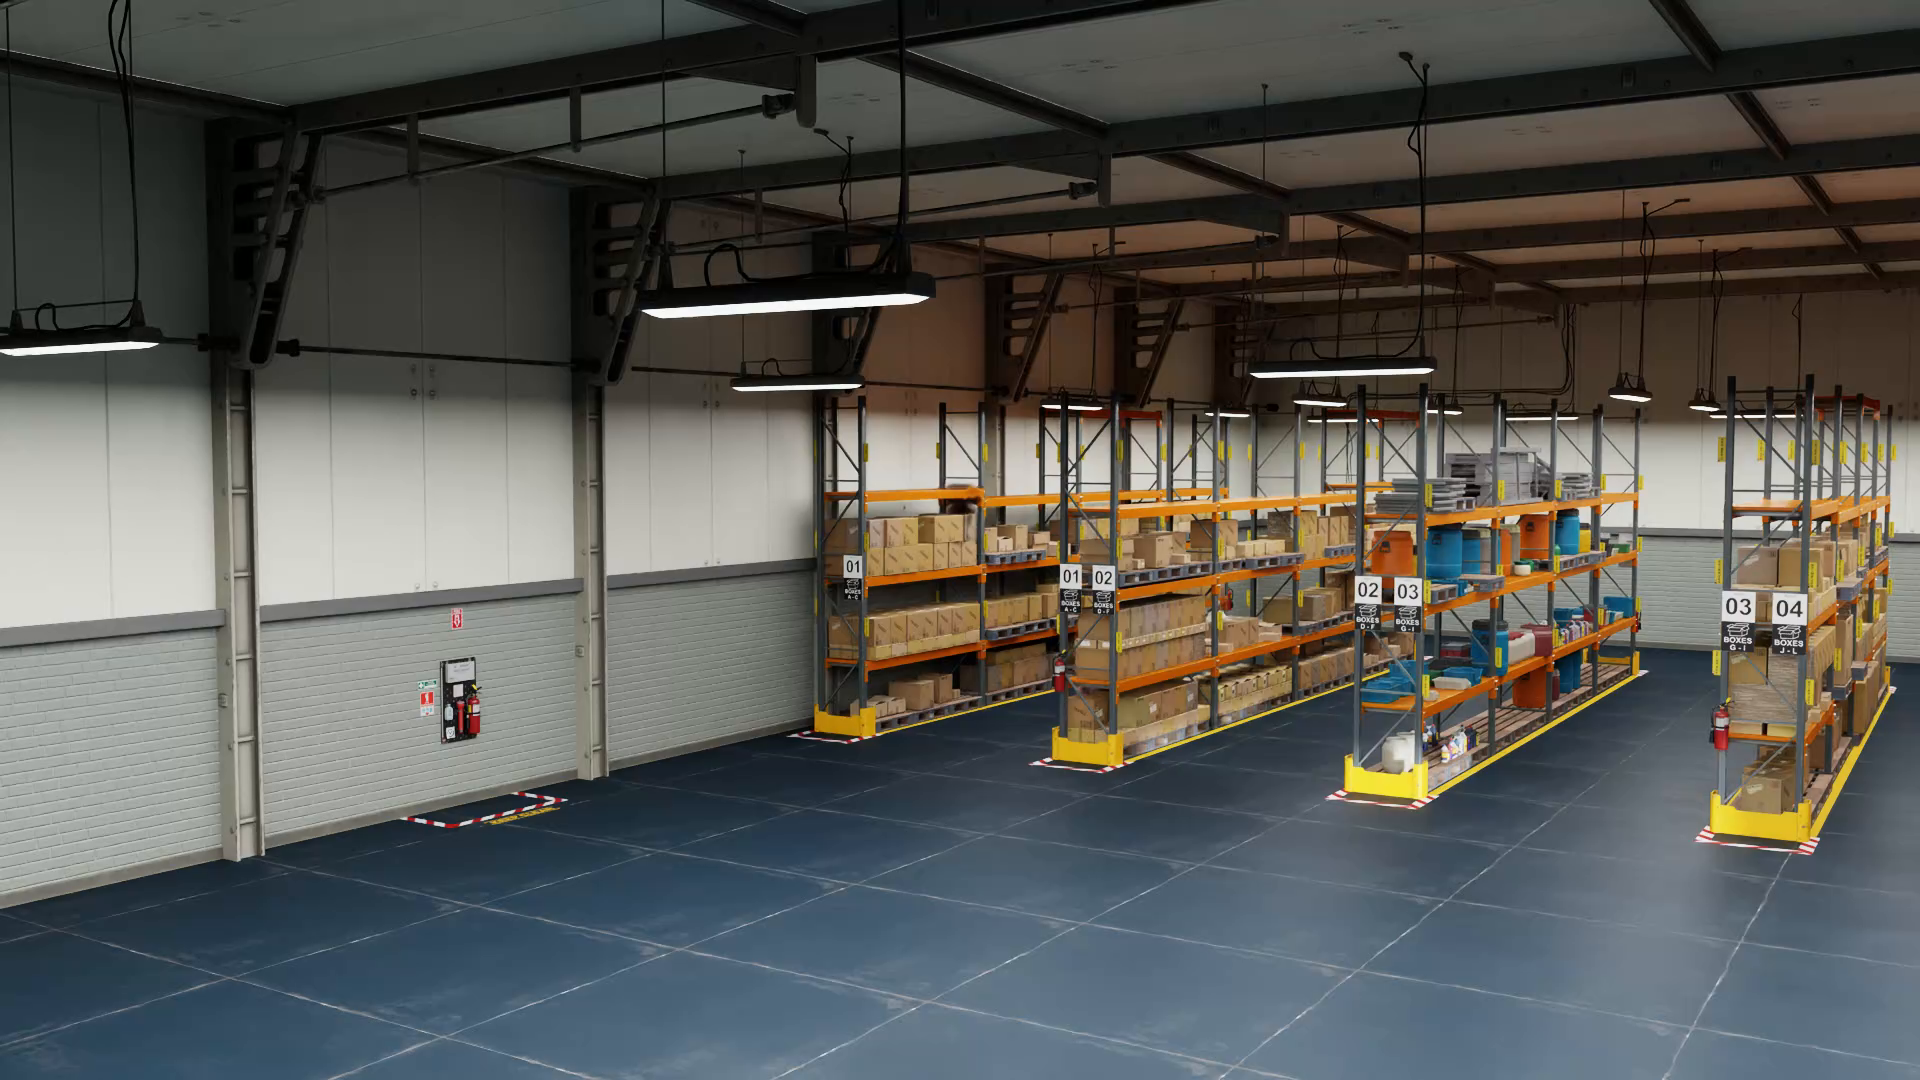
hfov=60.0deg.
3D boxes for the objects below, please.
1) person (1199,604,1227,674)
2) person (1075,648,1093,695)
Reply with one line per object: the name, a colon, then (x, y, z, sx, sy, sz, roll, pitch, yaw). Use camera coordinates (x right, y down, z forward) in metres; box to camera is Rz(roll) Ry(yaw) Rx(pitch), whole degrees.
person: (5.736, 2.188, 37.472, 0.623, 1.620, 1.007, 2, 4, 35)
person: (2.409, 2.471, 32.351, 0.423, 1.682, 0.474, 2, 4, 39)
